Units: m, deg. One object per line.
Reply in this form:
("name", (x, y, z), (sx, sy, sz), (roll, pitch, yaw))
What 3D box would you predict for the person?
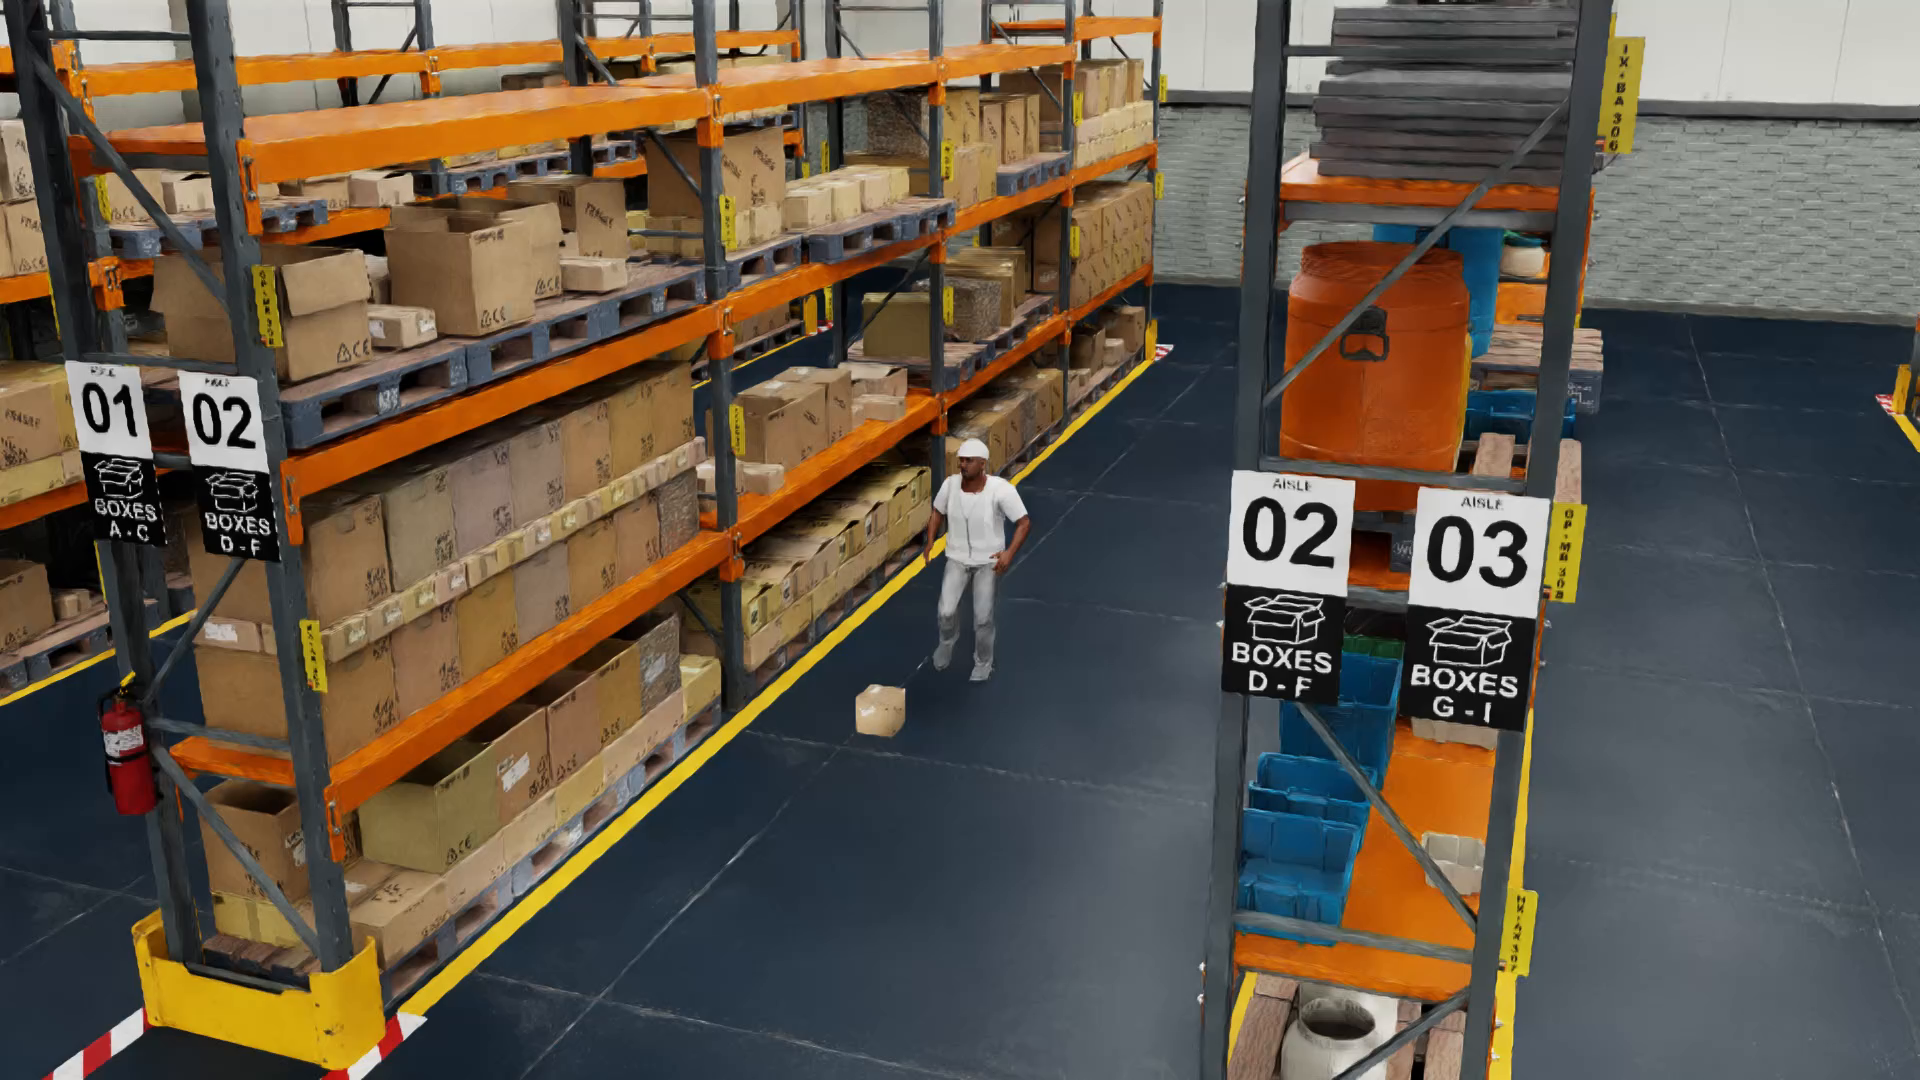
("person", (0.109, 0.147, 11.641), (0.753, 1.732, 0.524), (4, 19, 12))
